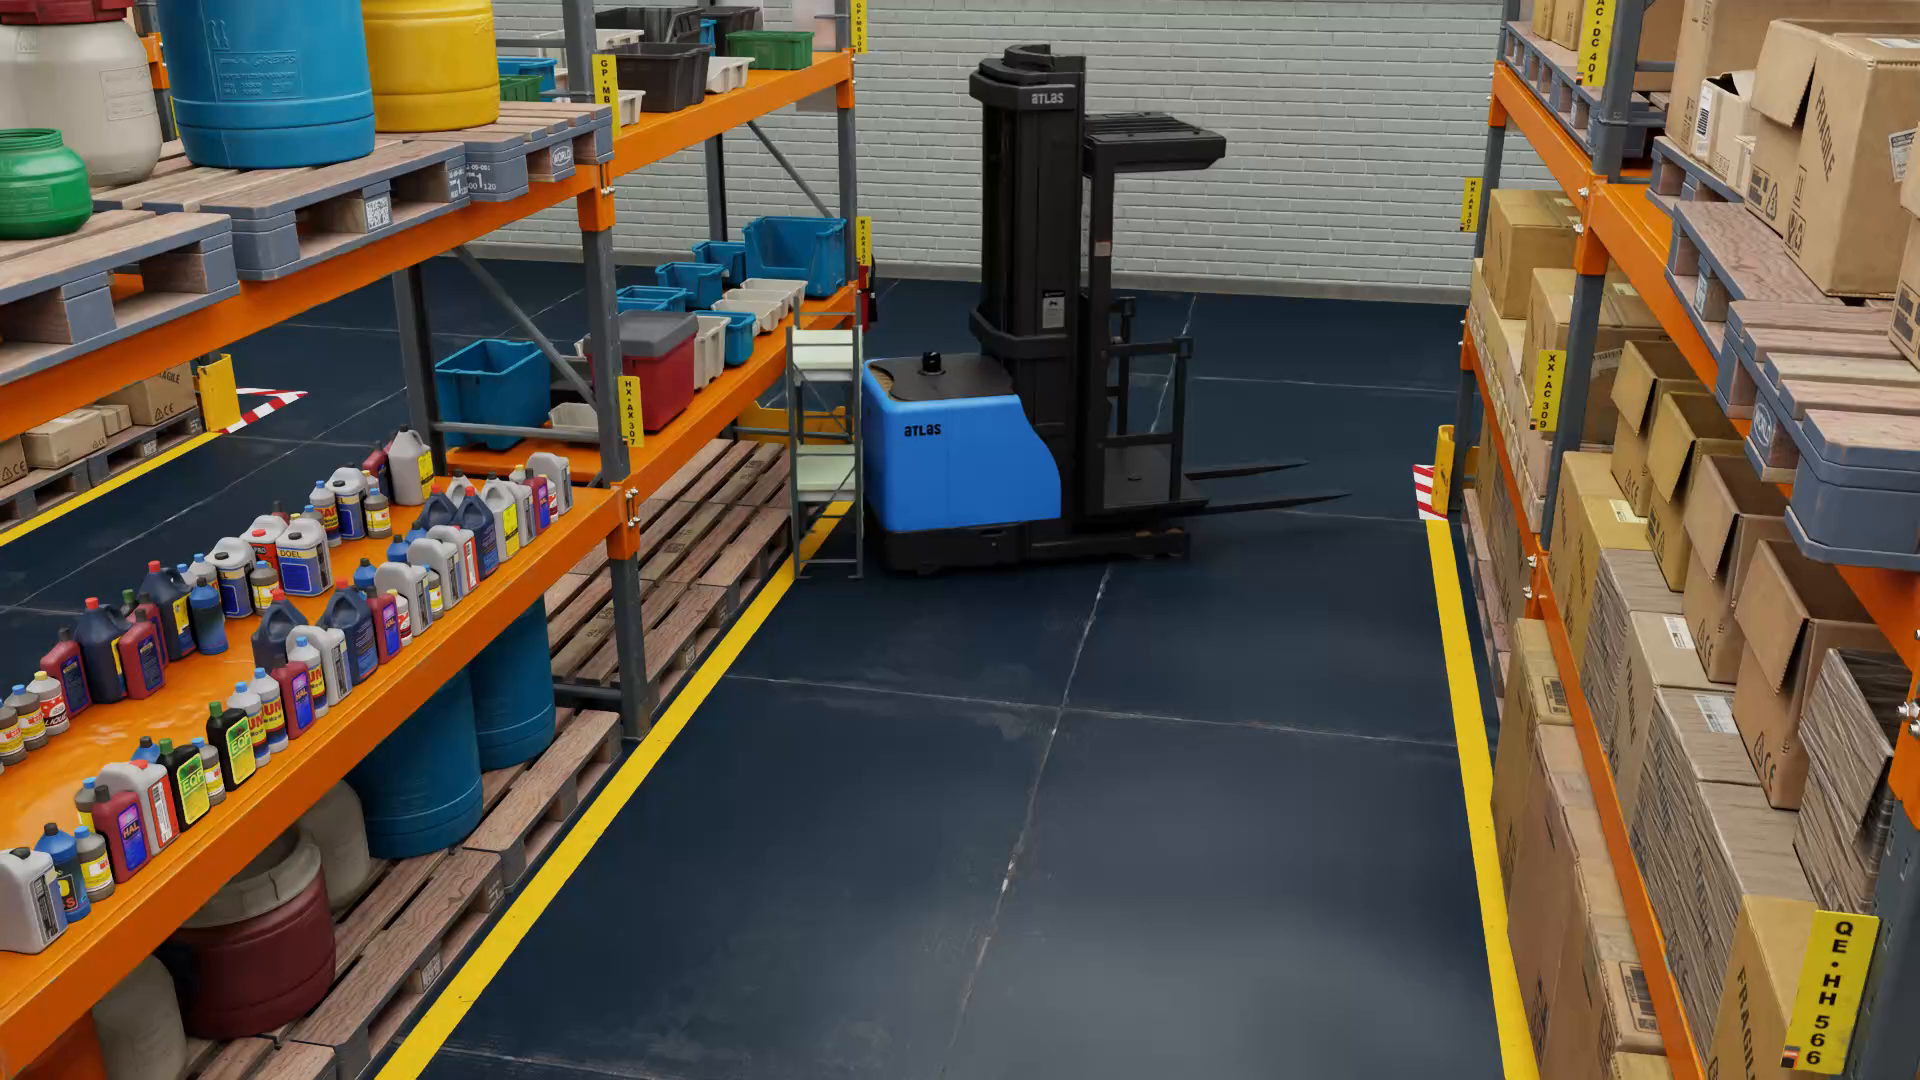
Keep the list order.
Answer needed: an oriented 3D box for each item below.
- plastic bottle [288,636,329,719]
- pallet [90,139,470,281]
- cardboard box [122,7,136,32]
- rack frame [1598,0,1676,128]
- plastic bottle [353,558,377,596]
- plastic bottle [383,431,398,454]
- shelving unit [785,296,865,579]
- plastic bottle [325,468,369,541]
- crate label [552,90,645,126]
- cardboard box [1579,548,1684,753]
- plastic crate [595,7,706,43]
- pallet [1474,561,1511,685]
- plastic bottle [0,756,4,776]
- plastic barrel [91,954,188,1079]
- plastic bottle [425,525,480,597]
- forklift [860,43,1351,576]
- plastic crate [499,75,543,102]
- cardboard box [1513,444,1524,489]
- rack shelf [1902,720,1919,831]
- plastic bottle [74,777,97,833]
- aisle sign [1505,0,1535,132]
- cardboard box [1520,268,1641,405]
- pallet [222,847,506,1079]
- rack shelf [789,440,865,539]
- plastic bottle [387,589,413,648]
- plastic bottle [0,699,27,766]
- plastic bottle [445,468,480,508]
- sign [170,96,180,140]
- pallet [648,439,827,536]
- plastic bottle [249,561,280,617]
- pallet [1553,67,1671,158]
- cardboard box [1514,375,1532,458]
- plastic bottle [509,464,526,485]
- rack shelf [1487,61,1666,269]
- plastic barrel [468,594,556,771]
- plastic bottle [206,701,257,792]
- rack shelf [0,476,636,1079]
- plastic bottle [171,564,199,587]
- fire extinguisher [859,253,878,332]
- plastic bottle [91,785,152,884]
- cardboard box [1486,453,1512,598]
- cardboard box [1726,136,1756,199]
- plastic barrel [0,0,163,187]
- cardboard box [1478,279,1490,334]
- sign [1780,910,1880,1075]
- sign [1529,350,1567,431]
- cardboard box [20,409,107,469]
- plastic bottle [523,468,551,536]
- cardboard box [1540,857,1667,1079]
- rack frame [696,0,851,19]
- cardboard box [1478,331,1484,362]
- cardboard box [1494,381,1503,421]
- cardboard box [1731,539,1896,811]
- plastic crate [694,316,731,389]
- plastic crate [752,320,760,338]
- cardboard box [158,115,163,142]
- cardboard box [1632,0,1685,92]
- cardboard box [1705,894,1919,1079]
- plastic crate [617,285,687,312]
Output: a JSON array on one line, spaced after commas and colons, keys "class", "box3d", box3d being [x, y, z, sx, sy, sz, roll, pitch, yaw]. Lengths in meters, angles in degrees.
[{"class": "plastic bottle", "box3d": [-2.123, 0.443, 5.410, 0.097, 0.271, 0.097, 0, 22, 0]}, {"class": "pallet", "box3d": [-2.291, -1.078, 5.252, 1.003, 0.211, 1.213, 4, 22, 11]}, {"class": "cardboard box", "box3d": [-5.877, -3.439, 11.062, 0.500, 0.250, 0.500, 4, 22, 11]}, {"class": "rack frame", "box3d": [2.851, -2.888, 5.479, 1.000, 3.000, 0.127, 4, 22, 11]}, {"class": "plastic bottle", "box3d": [-2.140, 0.195, 6.027, 0.097, 0.271, 0.097, 0, 22, 0]}, {"class": "plastic bottle", "box3d": [-2.490, -0.327, 7.307, 0.061, 0.283, 0.133, 4, 22, 11]}, {"class": "shelving unit", "box3d": [-0.777, -0.612, 9.780, 0.431, 1.500, 0.755, -1, 21, -2]}, {"class": "plastic bottle", "box3d": [-2.540, -0.151, 6.880, 0.152, 0.276, 0.135, 4, 22, 11]}, {"class": "crate label", "box3d": [-1.615, -1.909, 7.416, 0.293, 0.136, 0.466, 4, 22, 11]}, {"class": "cardboard box", "box3d": [2.308, 0.364, 5.300, 0.500, 0.500, 0.500, 4, 22, 10]}, {"class": "plastic crate", "box3d": [-1.763, -2.771, 9.286, 0.504, 0.338, 0.767, 4, 22, 11]}, {"class": "pallet", "box3d": [3.329, 0.468, 8.908, 1.003, 0.211, 1.213, 4, 22, 11]}, {"class": "plastic bottle", "box3d": [-2.981, 0.591, 5.042, 0.097, 0.271, 0.097, 0, 22, 0]}, {"class": "plastic barrel", "box3d": [-2.703, 1.546, 5.269, 0.421, 0.512, 0.421, 0, 22, 0]}, {"class": "plastic bottle", "box3d": [-1.939, 0.061, 6.352, 0.152, 0.276, 0.135, 4, 22, 11]}, {"class": "forklift", "box3d": [0.915, -1.429, 9.978, 3.031, 2.935, 1.130, -5, 23, -13]}, {"class": "plastic crate", "box3d": [-2.207, -1.954, 7.459, 0.450, 0.188, 0.662, 4, 22, 11]}, {"class": "cardboard box", "box3d": [2.697, -0.313, 7.453, 0.380, 0.149, 0.250, 4, 22, 10]}, {"class": "rack shelf", "box3d": [1.626, 1.031, 0.726, 1.077, 0.370, 4.000, 4, 22, 11]}, {"class": "plastic bottle", "box3d": [-2.441, 0.766, 4.701, 0.097, 0.201, 0.097, 0, 22, 0]}, {"class": "aisle sign", "box3d": [3.388, -2.823, 9.869, 0.394, 0.787, 0.004, 4, 22, 11]}, {"class": "cardboard box", "box3d": [2.789, -0.893, 7.355, 0.500, 0.500, 0.500, 5, 22, 11]}, {"class": "pallet", "box3d": [-2.443, 1.537, 6.255, 1.003, 0.211, 1.213, 4, 22, 11]}, {"class": "rack shelf", "box3d": [-0.778, -0.309, 9.899, 0.431, 0.370, 0.720, -1, 21, -2]}, {"class": "plastic bottle", "box3d": [-2.011, 0.274, 5.923, 0.097, 0.201, 0.097, 0, 22, 0]}, {"class": "plastic bottle", "box3d": [-2.961, 0.588, 5.143, 0.097, 0.201, 0.097, 0, 22, 0]}, {"class": "plastic bottle", "box3d": [-2.006, -0.110, 6.678, 0.144, 0.351, 0.185, 4, 22, 11]}, {"class": "sign", "box3d": [-5.491, -2.959, 11.712, 0.100, 0.325, 0.005, 4, 22, 11]}, {"class": "pallet", "box3d": [-1.388, -0.354, 10.949, 1.003, 0.211, 1.213, 4, 22, 11]}, {"class": "plastic bottle", "box3d": [-2.576, 0.176, 6.168, 0.097, 0.201, 0.097, 0, 22, 0]}, {"class": "pallet", "box3d": [3.028, -1.754, 6.797, 1.003, 0.211, 1.213, 4, 22, 11]}, {"class": "cardboard box", "box3d": [2.787, -0.545, 7.494, 0.500, 0.250, 0.500, 5, 23, 13]}, {"class": "plastic bottle", "box3d": [-1.888, -0.225, 7.162, 0.097, 0.201, 0.097, 0, 22, 0]}, {"class": "rack shelf", "box3d": [3.259, -1.895, 7.990, 1.077, 0.370, 4.000, 4, 22, 11]}, {"class": "plastic barrel", "box3d": [-2.126, 0.493, 7.360, 0.600, 0.901, 0.708, 4, 22, 11]}, {"class": "plastic bottle", "box3d": [-2.196, 0.601, 5.002, 0.061, 0.283, 0.133, 4, 22, 11]}, {"class": "rack shelf", "box3d": [-2.406, 0.582, 5.856, 1.077, 0.370, 4.000, 4, 22, 11]}, {"class": "plastic bottle", "box3d": [-2.772, 0.216, 5.974, 0.097, 0.271, 0.097, 0, 22, 0]}, {"class": "fire extinguisher", "box3d": [-0.706, -1.758, 11.305, 0.296, 0.674, 0.183, 4, 22, 11]}, {"class": "plastic bottle", "box3d": [-2.298, 0.784, 4.549, 0.061, 0.283, 0.133, 4, 22, 11]}, {"class": "cardboard box", "box3d": [3.429, -0.205, 9.128, 0.875, 0.875, 0.875, 4, 22, 11]}, {"class": "cardboard box", "box3d": [2.400, -1.042, 4.685, 0.380, 0.149, 0.250, 4, 22, 9]}, {"class": "plastic barrel", "box3d": [-2.600, -1.329, 4.880, 0.433, 0.535, 0.433, 0, 22, 0]}, {"class": "cardboard box", "box3d": [3.205, -1.291, 9.347, 0.500, 0.250, 0.500, 4, 22, 10]}, {"class": "sign", "box3d": [1.491, 0.779, 2.854, 0.100, 0.325, 0.005, 4, 22, 11]}, {"class": "sign", "box3d": [2.307, -0.586, 6.527, 0.100, 0.325, 0.005, 4, 22, 11]}, {"class": "cardboard box", "box3d": [-6.123, -0.691, 11.145, 0.500, 0.250, 0.500, 4, 22, 11]}, {"class": "plastic bottle", "box3d": [-1.764, -0.172, 6.922, 0.061, 0.283, 0.133, 4, 22, 11]}, {"class": "cardboard box", "box3d": [2.385, 1.572, 4.717, 1.225, 0.875, 0.875, 5, 22, 11]}, {"class": "rack frame", "box3d": [-1.182, -4.729, 10.049, 1.000, 3.000, 0.127, 4, 22, 11]}, {"class": "cardboard box", "box3d": [3.117, -1.064, 9.317, 0.380, 0.149, 0.250, 4, 22, 10]}, {"class": "cardboard box", "box3d": [2.907, -0.688, 8.384, 0.380, 0.149, 0.250, 5, 22, 12]}, {"class": "cardboard box", "box3d": [2.335, 0.341, 4.014, 0.797, 0.503, 0.637, 5, 22, 12]}, {"class": "plastic crate", "box3d": [-1.506, -1.000, 8.900, 0.437, 0.282, 0.530, 4, 22, 11]}, {"class": "plastic crate", "box3d": [-1.319, -1.221, 9.643, 0.298, 0.136, 0.250, 4, 22, 11]}, {"class": "cardboard box", "box3d": [-5.852, -2.651, 11.449, 0.500, 0.500, 0.500, 4, 22, 10]}, {"class": "cardboard box", "box3d": [2.952, -2.075, 6.646, 0.700, 0.500, 0.500, 3, 22, 8]}, {"class": "cardboard box", "box3d": [1.893, 1.112, 3.444, 0.500, 0.500, 0.500, 5, 23, 13]}, {"class": "plastic crate", "box3d": [-1.823, -1.349, 9.833, 0.416, 0.233, 0.300, 4, 22, 11]}]
